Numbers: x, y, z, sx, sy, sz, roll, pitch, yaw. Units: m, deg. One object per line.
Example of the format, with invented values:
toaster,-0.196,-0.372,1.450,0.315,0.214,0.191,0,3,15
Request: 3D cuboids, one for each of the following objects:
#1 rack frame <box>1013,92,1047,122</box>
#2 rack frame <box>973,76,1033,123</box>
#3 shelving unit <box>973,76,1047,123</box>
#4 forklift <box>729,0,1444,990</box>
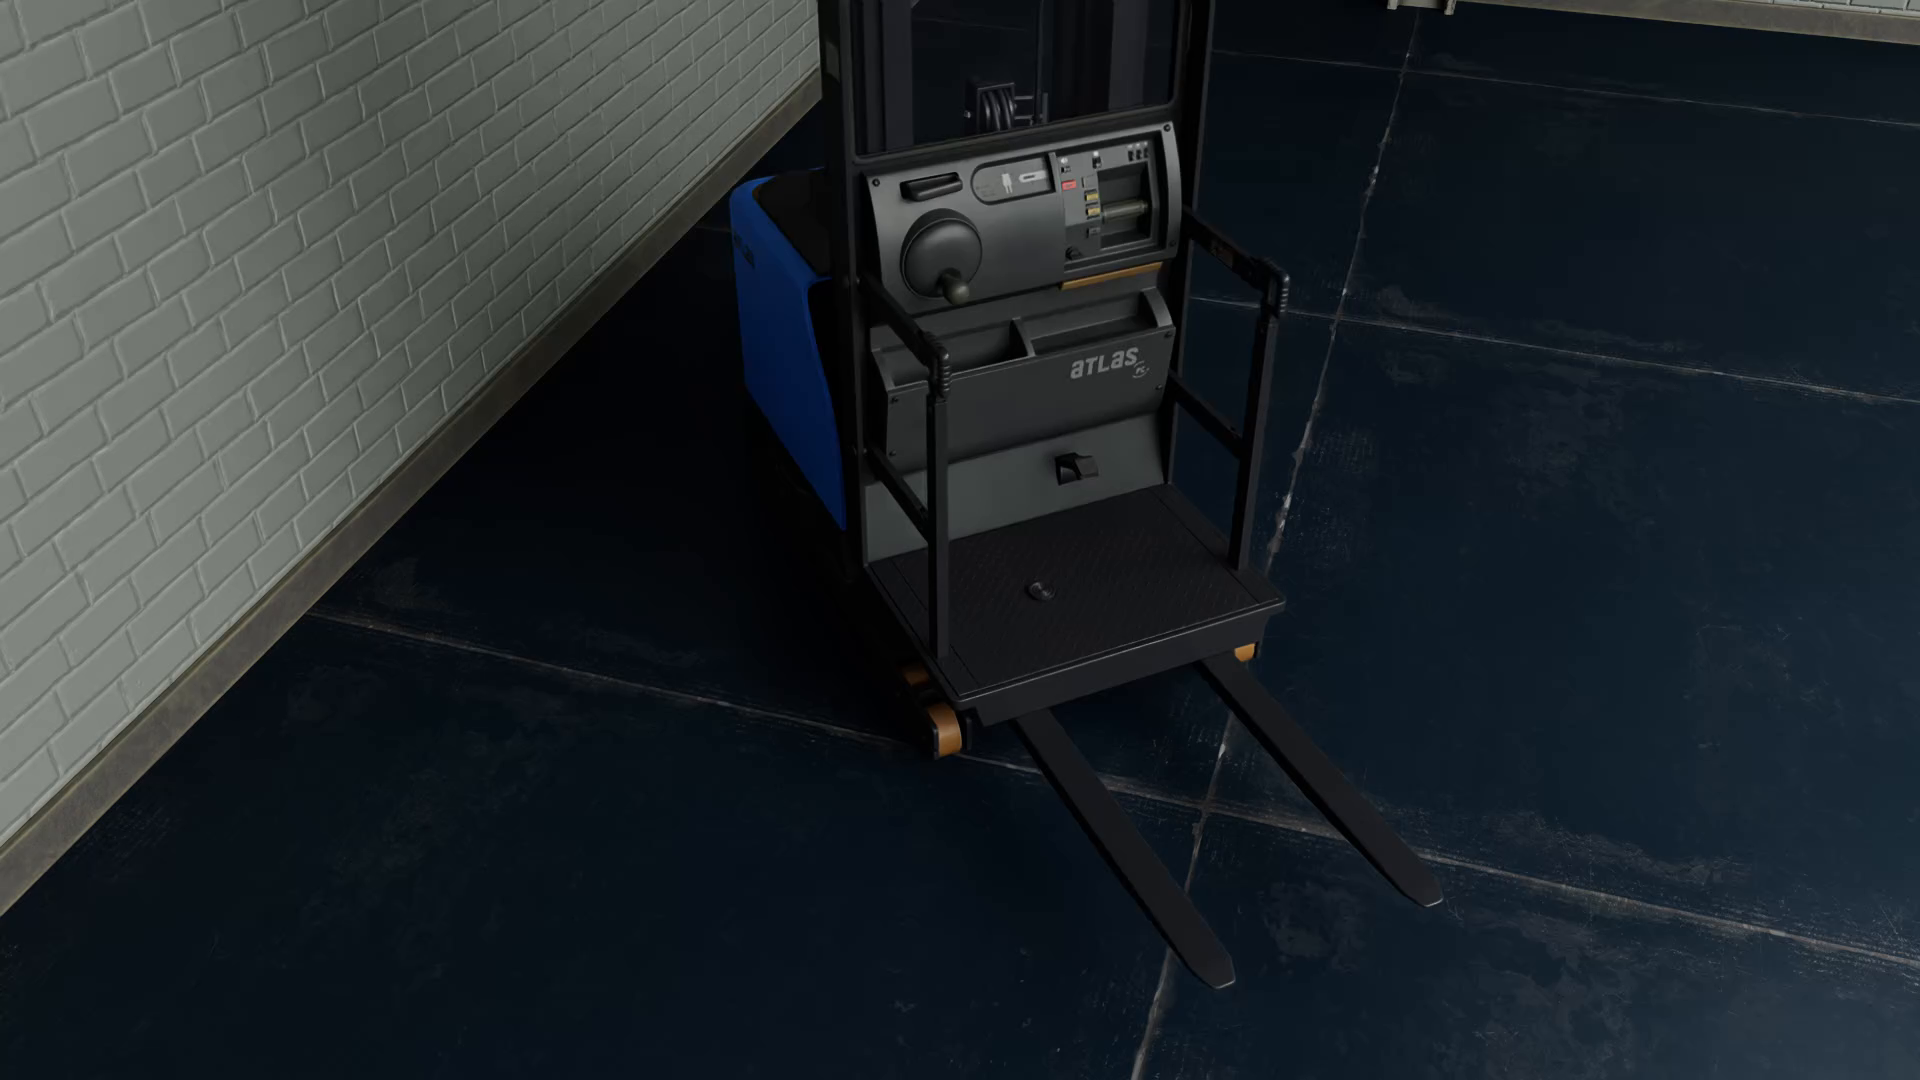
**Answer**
rack frame,0.188,-1.086,6.212,0.240,1.200,0.006,-4,36,-5
rack frame,0.166,-1.193,6.359,0.240,1.200,0.006,-4,36,-5
shelving unit,0.177,-1.140,6.286,0.258,1.200,0.189,-4,36,-5
forklift,0.280,-0.837,4.414,1.130,2.935,3.031,-15,39,-19
